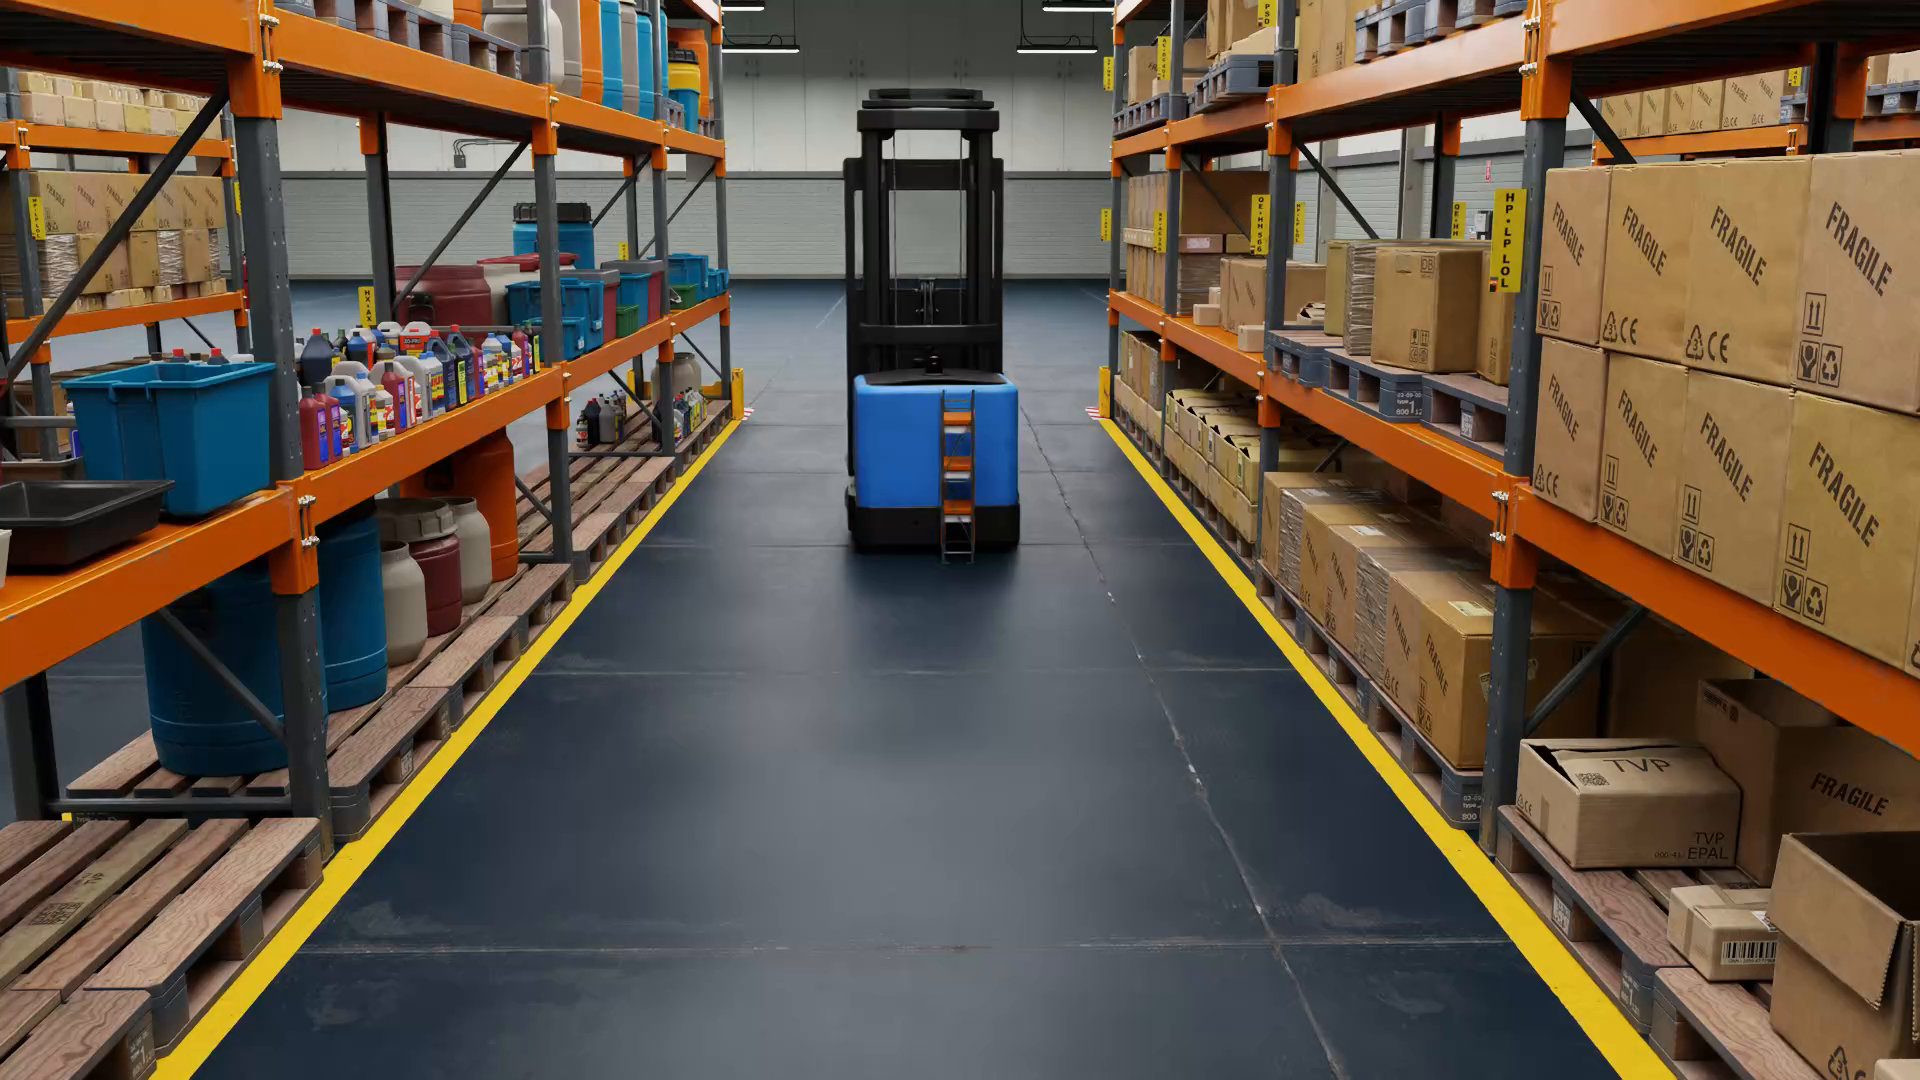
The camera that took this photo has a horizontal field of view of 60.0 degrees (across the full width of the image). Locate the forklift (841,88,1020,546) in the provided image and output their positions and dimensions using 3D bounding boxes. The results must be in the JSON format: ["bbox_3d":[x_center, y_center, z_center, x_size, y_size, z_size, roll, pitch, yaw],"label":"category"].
[{"bbox_3d":[-0.271,-1.641,11.775,1.130,2.935,3.031,-1,12,-5],"label":"forklift"}]

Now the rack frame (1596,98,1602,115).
[{"bbox_3d":[7.010,-5.738,16.711,1.000,3.000,0.127,0,11,-1],"label":"rack frame"}]

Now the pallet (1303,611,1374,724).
[{"bbox_3d":[2.223,0.570,7.718,1.003,0.211,1.213,0,11,-1],"label":"pallet"}]

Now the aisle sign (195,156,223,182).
[{"bbox_3d":[-7.548,-4.025,16.815,0.394,0.787,0.004,0,11,-1],"label":"aisle sign"}]

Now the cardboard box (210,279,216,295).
[{"bbox_3d":[-7.630,-2.509,16.512,0.380,0.149,0.250,0,11,-1],"label":"cardboard box"}]

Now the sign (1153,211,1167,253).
[{"bbox_3d":[1.585,-2.443,13.178,0.100,0.325,0.005,0,11,-1],"label":"sign"}]

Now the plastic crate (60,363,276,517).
[{"bbox_3d":[-2.296,-0.302,4.894,0.392,0.384,0.575,0,11,-1],"label":"plastic crate"}]

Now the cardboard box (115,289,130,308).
[{"bbox_3d":[-7.518,-2.111,14.553,0.380,0.149,0.250,0,11,-1],"label":"cardboard box"}]

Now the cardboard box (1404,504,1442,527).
[{"bbox_3d":[2.487,0.110,8.151,0.500,0.500,0.500,-1,11,-3],"label":"cardboard box"}]

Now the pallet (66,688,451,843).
[{"bbox_3d":[-2.621,0.841,6.383,1.003,0.211,1.213,0,11,-1],"label":"pallet"}]

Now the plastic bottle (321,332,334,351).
[{"bbox_3d":[-3.072,-0.858,8.038,0.061,0.283,0.133,0,11,-1],"label":"plastic bottle"}]

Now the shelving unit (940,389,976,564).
[{"bbox_3d":[-0.011,-0.392,10.303,0.215,1.050,0.252,0,16,2],"label":"shelving unit"}]

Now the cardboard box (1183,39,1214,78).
[{"bbox_3d":[2.232,-4.105,14.536,0.797,0.503,0.637,1,12,5],"label":"cardboard box"}]

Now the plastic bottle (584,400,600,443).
[{"bbox_3d":[-3.114,-1.007,14.033,0.144,0.351,0.185,-1,11,-3],"label":"plastic bottle"}]

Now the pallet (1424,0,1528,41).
[{"bbox_3d":[2.362,-1.900,5.807,1.213,0.211,1.003,0,11,-1],"label":"pallet"}]

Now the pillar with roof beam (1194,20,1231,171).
[{"bbox_3d":[2.965,-11.549,45.350,9.100,9.000,0.548,0,11,-1],"label":"pillar with roof beam"}]

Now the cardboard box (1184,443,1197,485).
[{"bbox_3d":[1.923,-0.555,12.107,0.500,0.250,0.500,-1,11,-3],"label":"cardboard box"}]

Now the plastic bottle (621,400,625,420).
[{"bbox_3d":[-3.167,-1.219,15.457,0.097,0.201,0.097,0,11,0],"label":"plastic bottle"}]

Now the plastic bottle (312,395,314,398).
[{"bbox_3d":[-2.408,-0.437,6.168,0.097,0.201,0.097,0,11,0],"label":"plastic bottle"}]

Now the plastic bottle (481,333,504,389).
[{"bbox_3d":[-2.298,-0.879,8.172,0.097,0.271,0.097,0,11,0],"label":"plastic bottle"}]

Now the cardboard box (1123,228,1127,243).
[{"bbox_3d":[1.850,-3.065,16.740,0.380,0.149,0.250,0,11,-2],"label":"cardboard box"}]

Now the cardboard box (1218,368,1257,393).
[{"bbox_3d":[2.444,-1.301,13.902,0.500,0.500,0.500,0,11,-1],"label":"cardboard box"}]

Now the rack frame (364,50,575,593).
[{"bbox_3d":[-2.730,-1.167,9.268,1.000,3.000,0.127,0,11,-1],"label":"rack frame"}]

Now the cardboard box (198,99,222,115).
[{"bbox_3d":[-7.529,-4.275,16.418,0.380,0.149,0.250,0,11,-1],"label":"cardboard box"}]

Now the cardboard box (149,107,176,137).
[{"bbox_3d":[-7.568,-3.838,15.265,0.500,0.250,0.500,0,11,0],"label":"cardboard box"}]

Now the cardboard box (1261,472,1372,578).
[{"bbox_3d":[1.946,-0.086,9.118,0.500,0.500,0.500,0,11,1],"label":"cardboard box"}]

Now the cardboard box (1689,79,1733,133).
[{"bbox_3d":[6.788,-3.842,14.606,0.500,0.500,0.500,-1,11,-3],"label":"cardboard box"}]

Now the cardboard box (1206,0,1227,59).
[{"bbox_3d":[2.113,-3.829,12.280,0.500,0.500,0.500,0,11,0],"label":"cardboard box"}]

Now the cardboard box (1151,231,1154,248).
[{"bbox_3d":[1.896,-2.655,14.716,0.380,0.149,0.250,0,11,0],"label":"cardboard box"}]

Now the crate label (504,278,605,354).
[{"bbox_3d":[-2.480,-1.383,10.244,0.502,0.435,0.616,0,11,-1],"label":"crate label"}]

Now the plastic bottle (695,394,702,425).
[{"bbox_3d":[-2.438,-1.197,15.160,0.152,0.276,0.135,-1,11,-3],"label":"plastic bottle"}]

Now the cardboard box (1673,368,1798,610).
[{"bbox_3d":[2.065,-0.137,3.939,0.500,0.500,0.500,0,11,-1],"label":"cardboard box"}]

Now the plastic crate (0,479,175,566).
[{"bbox_3d":[-2.355,-0.045,4.279,0.437,0.125,0.590,0,11,-1],"label":"plastic crate"}]

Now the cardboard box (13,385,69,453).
[{"bbox_3d":[-7.732,-1.003,13.687,0.500,0.500,0.500,-1,11,-3],"label":"cardboard box"}]

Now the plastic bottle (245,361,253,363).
[{"bbox_3d":[-2.875,-0.590,6.746,0.097,0.271,0.097,0,11,0],"label":"plastic bottle"}]

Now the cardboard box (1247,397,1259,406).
[{"bbox_3d":[2.452,-0.932,12.560,0.500,0.311,0.500,0,11,0],"label":"cardboard box"}]

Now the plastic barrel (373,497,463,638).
[{"bbox_3d":[-2.679,0.130,7.881,0.600,0.588,0.708,0,11,-1],"label":"plastic barrel"}]

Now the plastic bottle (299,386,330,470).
[{"bbox_3d":[-2.228,-0.390,5.729,0.061,0.283,0.133,0,11,-1],"label":"plastic bottle"}]

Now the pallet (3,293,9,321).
[{"bbox_3d":[-7.894,-1.696,12.355,1.003,0.211,1.213,0,11,-1],"label":"pallet"}]

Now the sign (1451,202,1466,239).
[{"bbox_3d":[2.765,-1.720,9.278,0.100,0.325,0.005,0,11,-1],"label":"sign"}]

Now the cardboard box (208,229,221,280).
[{"bbox_3d":[-7.863,-2.823,16.428,0.875,0.500,0.500,0,11,-1],"label":"cardboard box"}]

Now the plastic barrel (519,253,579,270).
[{"bbox_3d":[-3.012,-1.838,12.232,0.433,0.535,0.433,0,11,0],"label":"plastic barrel"}]

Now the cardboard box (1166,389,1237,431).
[{"bbox_3d":[1.900,-1.032,13.050,0.500,0.311,0.500,0,11,-1],"label":"cardboard box"}]

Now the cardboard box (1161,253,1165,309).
[{"bbox_3d":[2.107,-2.224,14.226,0.700,0.500,0.500,0,11,-2],"label":"cardboard box"}]

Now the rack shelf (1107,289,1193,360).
[{"bbox_3d":[2.099,-2.027,15.316,1.077,0.370,4.000,0,11,-1],"label":"rack shelf"}]

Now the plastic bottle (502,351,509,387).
[{"bbox_3d":[-2.300,-0.864,8.275,0.097,0.201,0.097,0,11,0],"label":"plastic bottle"}]

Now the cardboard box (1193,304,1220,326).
[{"bbox_3d":[1.954,-1.682,12.437,0.380,0.149,0.250,0,11,-1],"label":"cardboard box"}]

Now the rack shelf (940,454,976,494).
[{"bbox_3d":[-0.011,-0.381,10.306,0.215,0.259,0.240,0,16,2],"label":"rack shelf"}]

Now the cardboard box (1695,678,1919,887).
[{"bbox_3d":[2.601,0.730,5.098,0.500,0.500,0.500,0,11,-1],"label":"cardboard box"}]

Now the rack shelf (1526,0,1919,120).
[{"bbox_3d":[2.347,-1.112,3.259,1.077,0.370,4.000,0,11,-1],"label":"rack shelf"}]

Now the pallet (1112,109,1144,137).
[{"bbox_3d":[2.046,-4.063,16.221,1.003,0.211,1.213,0,11,-1],"label":"pallet"}]

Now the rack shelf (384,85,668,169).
[{"bbox_3d":[-2.771,-2.682,11.001,1.077,0.370,4.000,0,11,-1],"label":"rack shelf"}]

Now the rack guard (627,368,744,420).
[{"bbox_3d":[-2.846,-1.518,17.282,1.175,0.500,0.348,0,11,-1],"label":"rack guard"}]

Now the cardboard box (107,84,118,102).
[{"bbox_3d":[-7.527,-3.859,14.366,0.380,0.149,0.250,0,11,-2],"label":"cardboard box"}]

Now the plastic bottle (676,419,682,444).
[{"bbox_3d":[-2.385,-0.912,13.943,0.097,0.201,0.097,0,11,0],"label":"plastic bottle"}]

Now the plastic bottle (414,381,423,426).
[{"bbox_3d":[-2.270,-0.576,6.852,0.097,0.201,0.097,0,11,0],"label":"plastic bottle"}]

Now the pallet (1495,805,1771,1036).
[{"bbox_3d":[2.319,1.111,5.050,1.003,0.211,1.213,0,11,-1],"label":"pallet"}]

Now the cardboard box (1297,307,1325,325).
[{"bbox_3d":[2.259,-1.216,9.731,0.500,0.311,0.500,0,11,2],"label":"cardboard box"}]

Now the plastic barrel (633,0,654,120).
[{"bbox_3d":[-2.585,-3.578,12.346,0.600,0.901,0.708,0,11,-1],"label":"plastic barrel"}]
